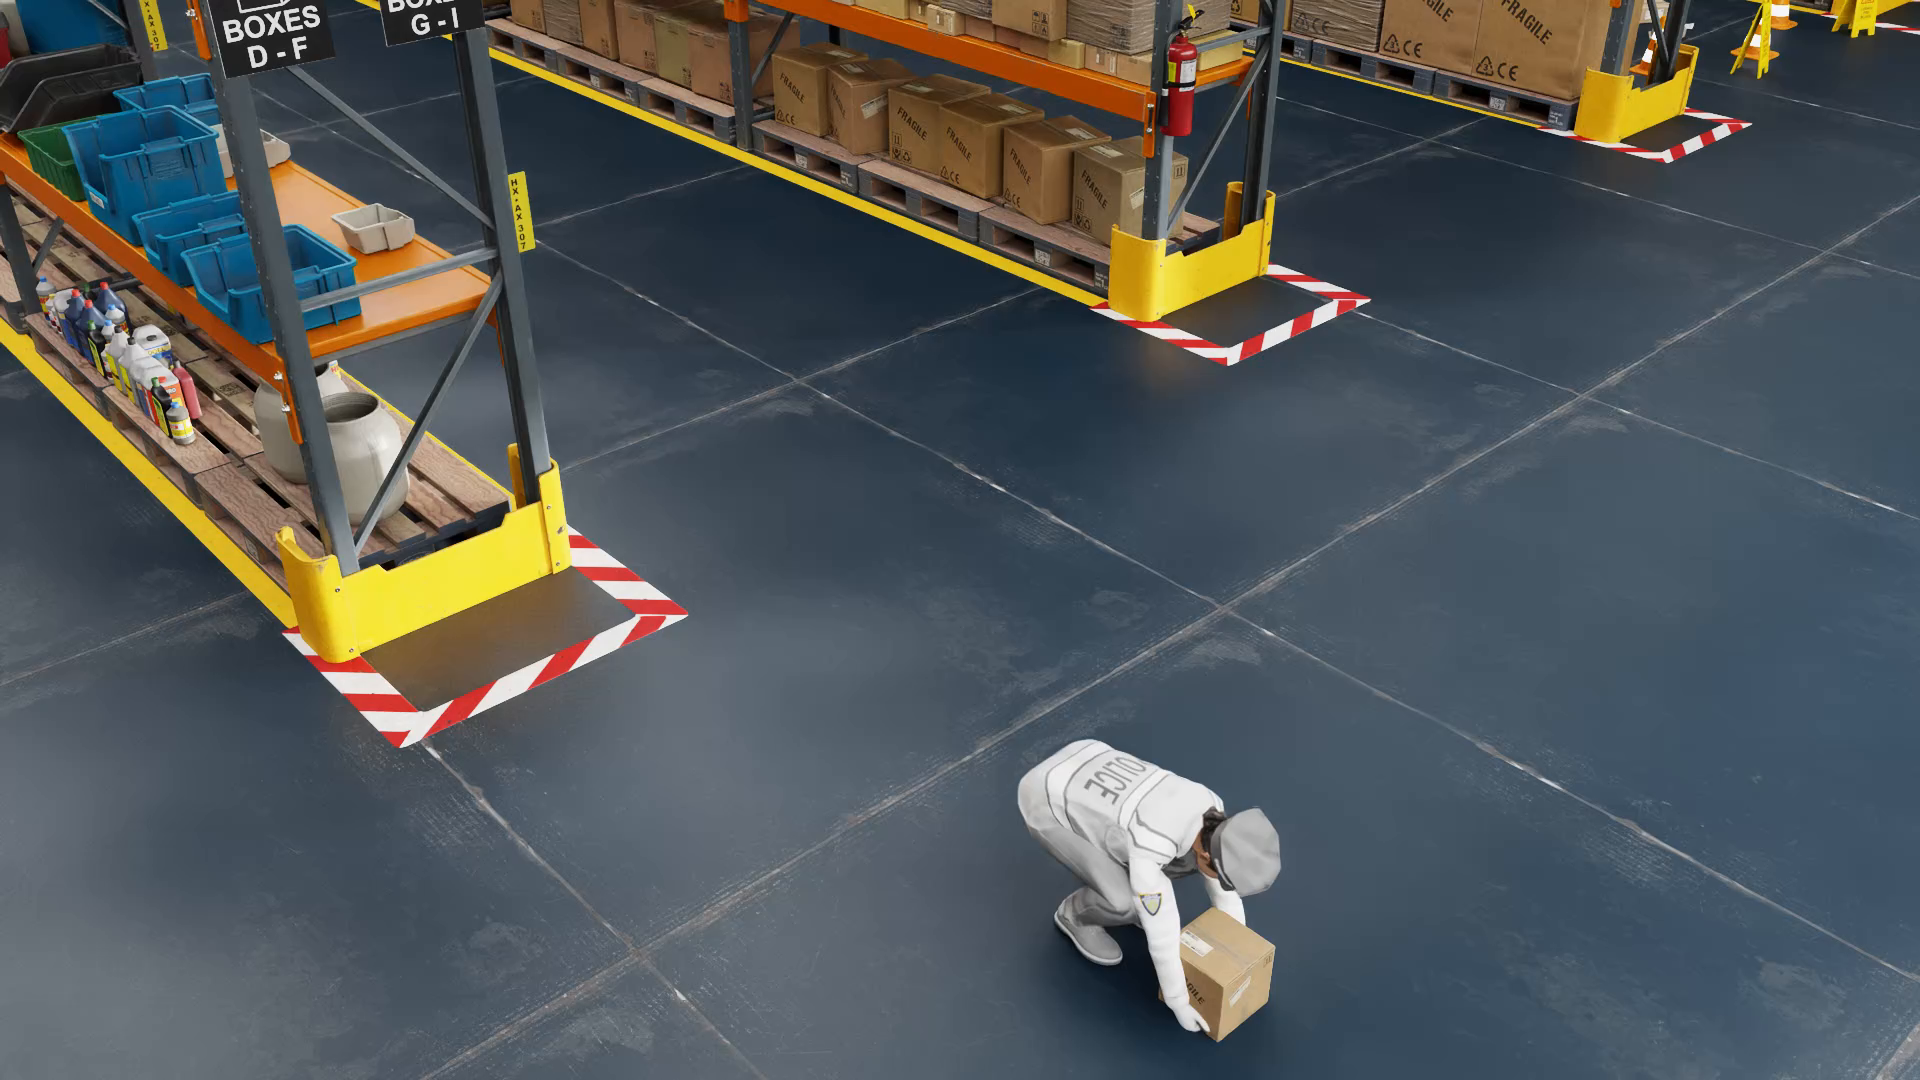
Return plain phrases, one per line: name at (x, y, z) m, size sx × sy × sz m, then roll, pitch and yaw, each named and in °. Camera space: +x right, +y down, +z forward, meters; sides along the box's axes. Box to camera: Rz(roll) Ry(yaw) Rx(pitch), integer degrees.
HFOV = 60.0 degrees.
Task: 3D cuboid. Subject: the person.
person at (0.594, 1.038, 5.352) m, size 0.441 × 0.769 × 0.909 m, roll -27°, pitch 41°, yaw -36°
